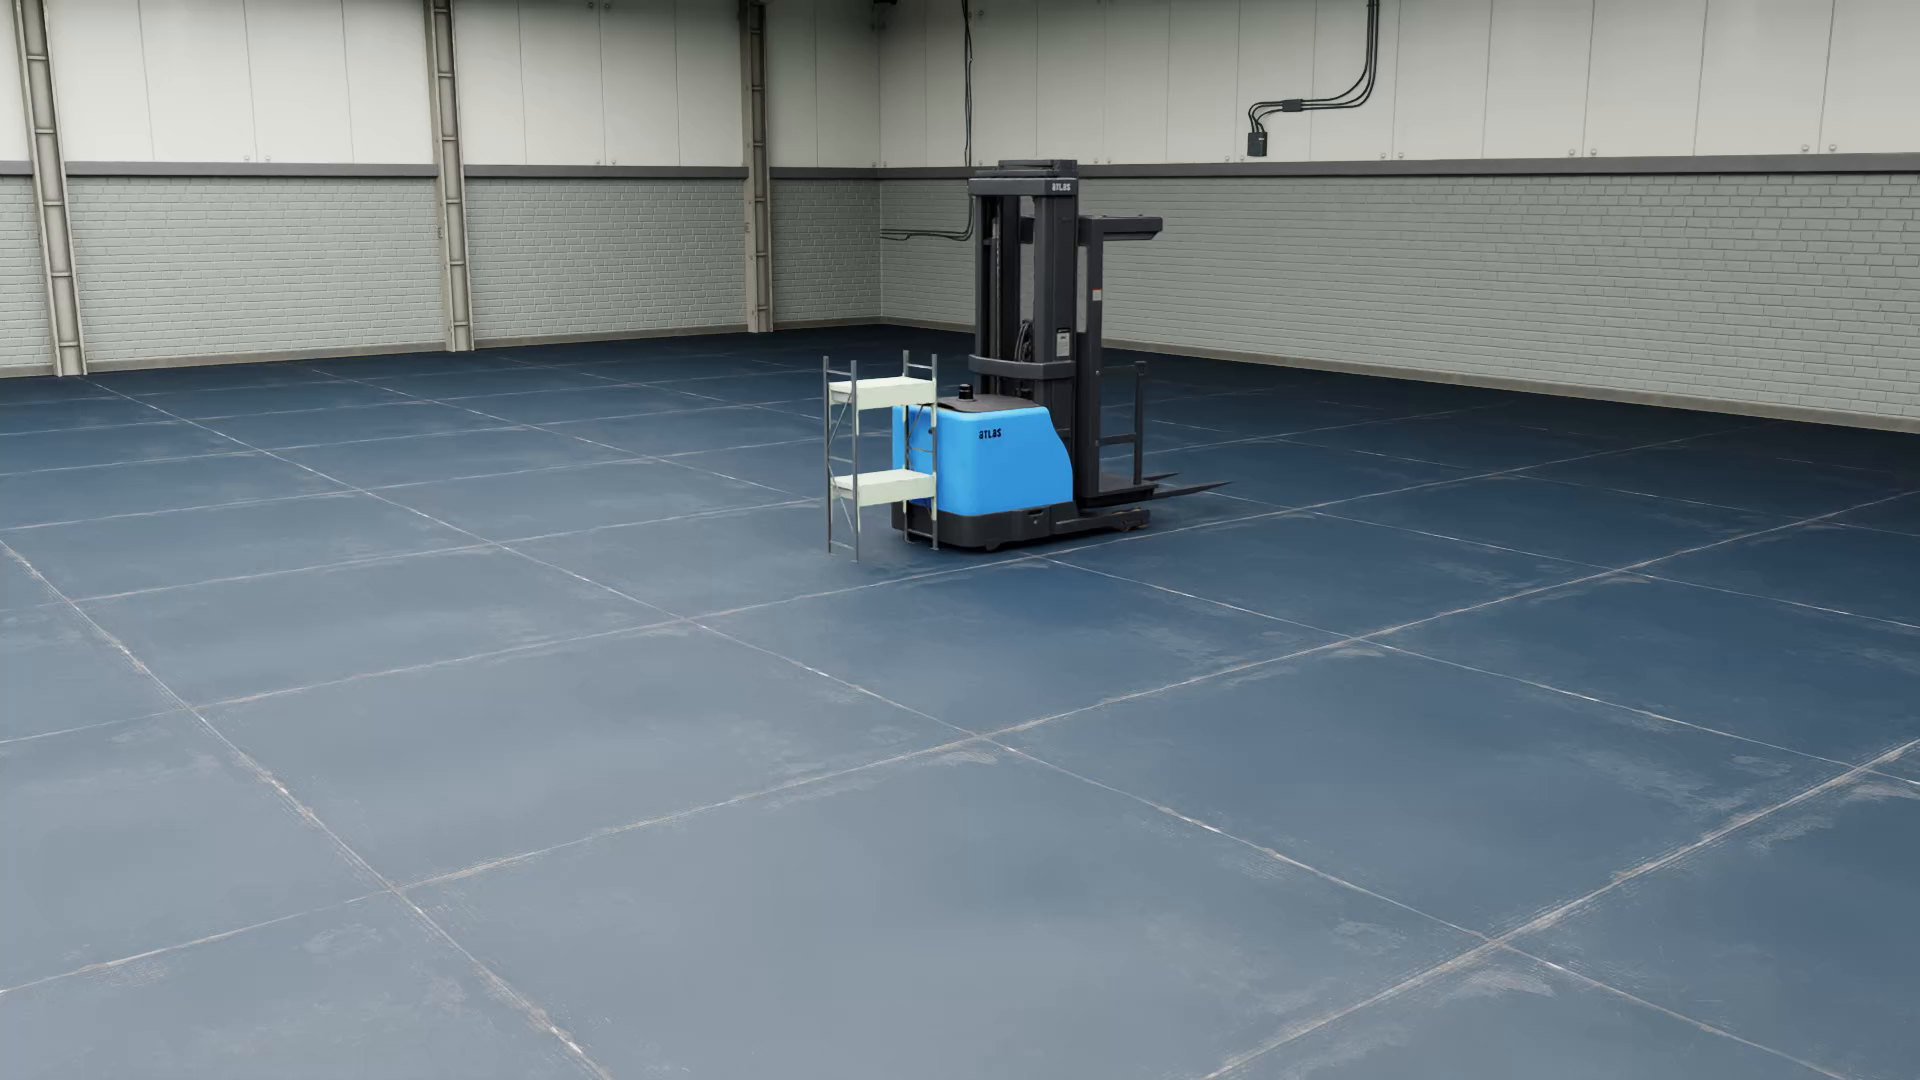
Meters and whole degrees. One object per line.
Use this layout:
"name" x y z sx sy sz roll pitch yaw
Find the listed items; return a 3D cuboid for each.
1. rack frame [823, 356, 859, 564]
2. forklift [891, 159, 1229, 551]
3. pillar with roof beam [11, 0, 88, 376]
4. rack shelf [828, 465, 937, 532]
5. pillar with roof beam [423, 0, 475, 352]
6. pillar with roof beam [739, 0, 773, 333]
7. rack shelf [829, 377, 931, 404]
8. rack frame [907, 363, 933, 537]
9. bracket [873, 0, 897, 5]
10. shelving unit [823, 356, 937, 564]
"rack frame" -0.880 -0.592 12.306 0.023 1.500 0.400 -9 15 -37
"forklift" 0.930 -1.576 13.496 3.031 2.935 1.130 -9 15 -37
"pillar with roof beam" -10.529 -6.164 20.492 0.400 9.000 9.100 -9 15 -38
"rack shelf" -0.591 -0.320 12.593 0.720 0.370 0.431 -9 15 -37
"pillar with roof beam" -5.844 -6.942 24.159 0.400 9.000 9.100 -9 15 -38
"pillar with roof beam" -1.158 -7.721 27.825 0.400 9.000 9.100 -9 15 -38
"rack shelf" -0.591 -1.116 12.424 0.686 0.124 0.368 -9 15 -37
"rack frame" -0.302 -0.685 12.745 0.010 1.308 0.380 -9 15 -37
"bracket" -1.451 -10.484 32.170 0.430 0.232 0.235 -9 15 -38
"shelving unit" -0.593 -0.638 12.523 0.748 1.500 0.431 -9 15 -37
